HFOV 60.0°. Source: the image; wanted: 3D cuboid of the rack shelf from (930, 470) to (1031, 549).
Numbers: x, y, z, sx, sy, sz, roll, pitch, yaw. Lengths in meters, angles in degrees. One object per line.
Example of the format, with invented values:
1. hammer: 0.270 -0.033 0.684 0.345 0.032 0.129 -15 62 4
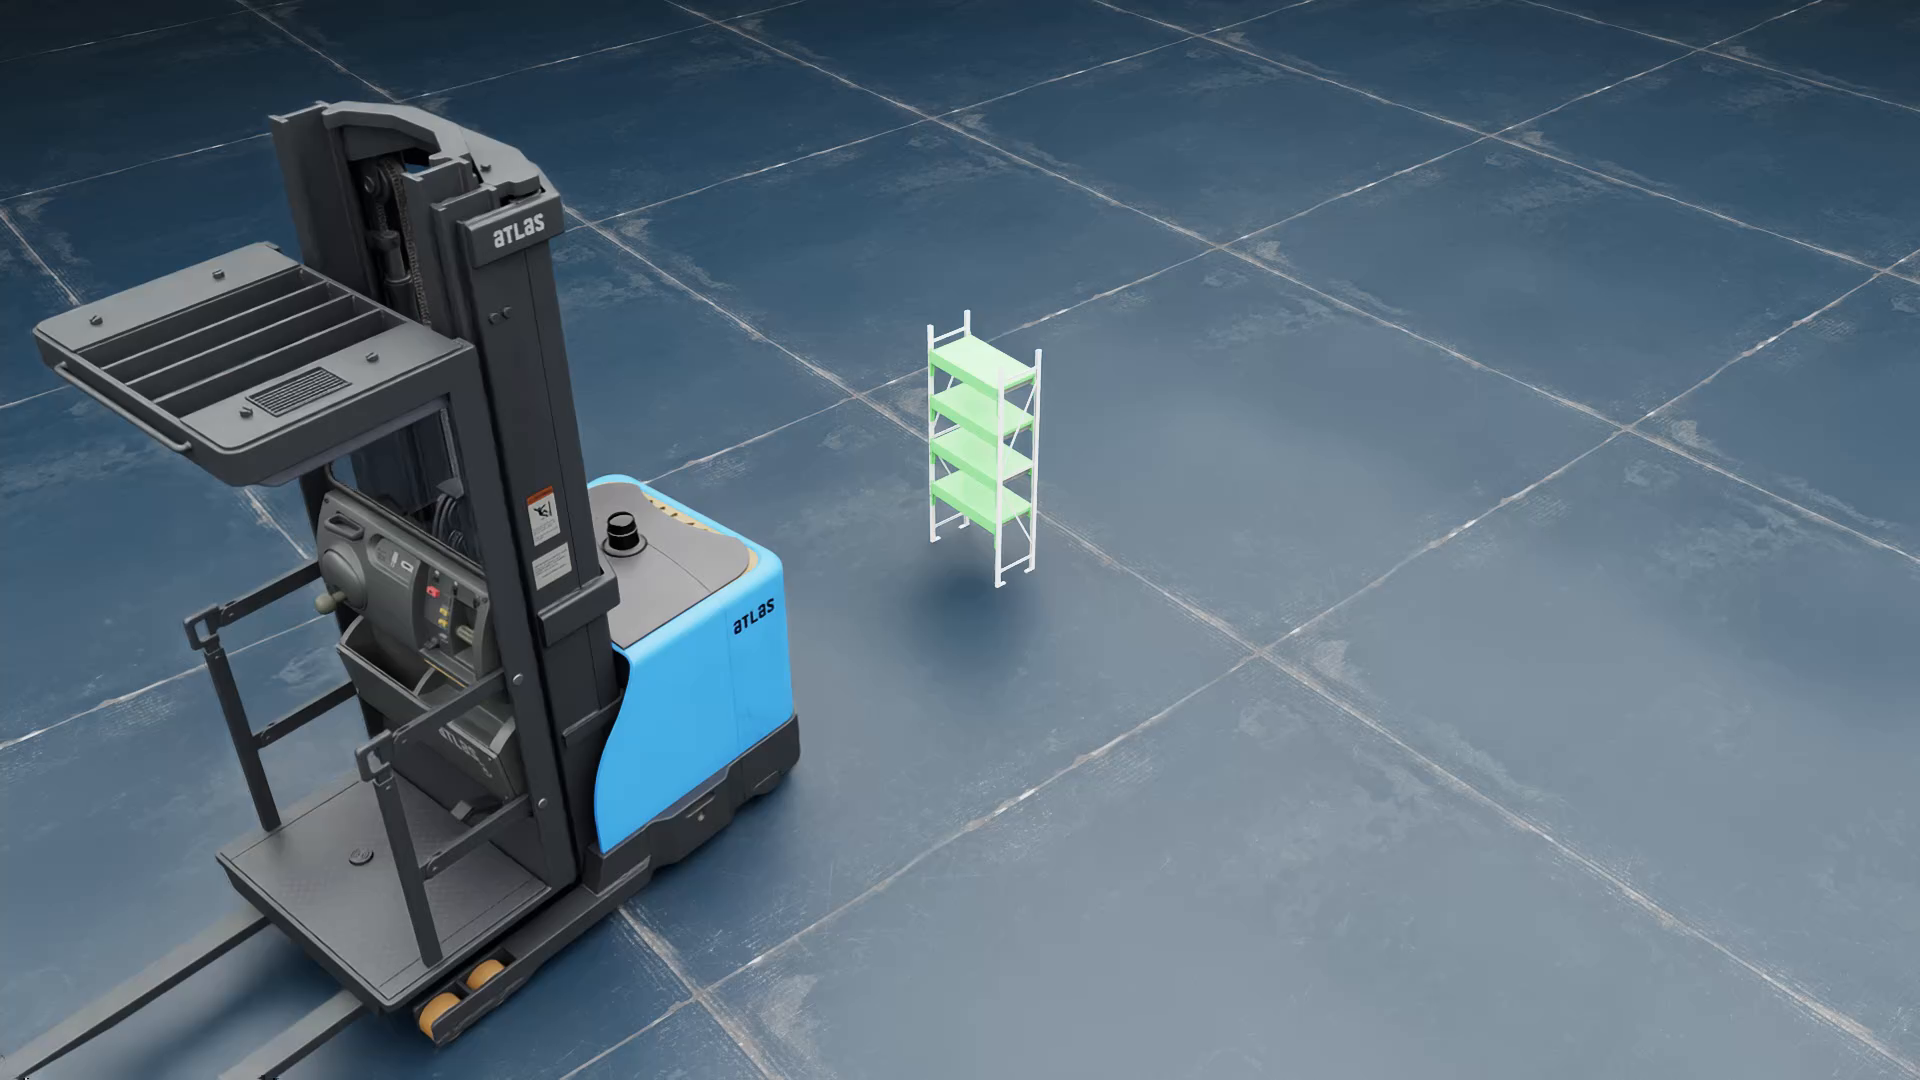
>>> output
1. rack shelf: 0.107 -0.169 7.976 0.258 0.148 0.480 -26 43 -32

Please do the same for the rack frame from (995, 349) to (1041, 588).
1. rack frame: 0.264 -0.309 7.648 0.240 1.200 0.015 -26 43 -32

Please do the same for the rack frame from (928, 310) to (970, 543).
1. rack frame: -0.051 -0.524 7.952 0.240 1.200 0.015 -26 43 -32

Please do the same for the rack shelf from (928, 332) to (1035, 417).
1. rack shelf: 0.107 -0.756 7.560 0.258 0.148 0.480 -26 43 -32

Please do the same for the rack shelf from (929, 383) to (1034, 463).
1. rack shelf: 0.107 -0.560 7.698 0.258 0.148 0.480 -26 43 -32

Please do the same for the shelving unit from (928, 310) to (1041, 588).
1. shelving unit: 0.107 -0.417 7.800 0.258 1.200 0.503 -26 43 -32

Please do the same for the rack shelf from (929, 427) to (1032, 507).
1. rack shelf: 0.107 -0.364 7.837 0.258 0.148 0.480 -26 43 -32

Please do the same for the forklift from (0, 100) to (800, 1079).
1. forklift: -1.990 0.219 5.404 1.130 2.935 3.031 26 43 32
